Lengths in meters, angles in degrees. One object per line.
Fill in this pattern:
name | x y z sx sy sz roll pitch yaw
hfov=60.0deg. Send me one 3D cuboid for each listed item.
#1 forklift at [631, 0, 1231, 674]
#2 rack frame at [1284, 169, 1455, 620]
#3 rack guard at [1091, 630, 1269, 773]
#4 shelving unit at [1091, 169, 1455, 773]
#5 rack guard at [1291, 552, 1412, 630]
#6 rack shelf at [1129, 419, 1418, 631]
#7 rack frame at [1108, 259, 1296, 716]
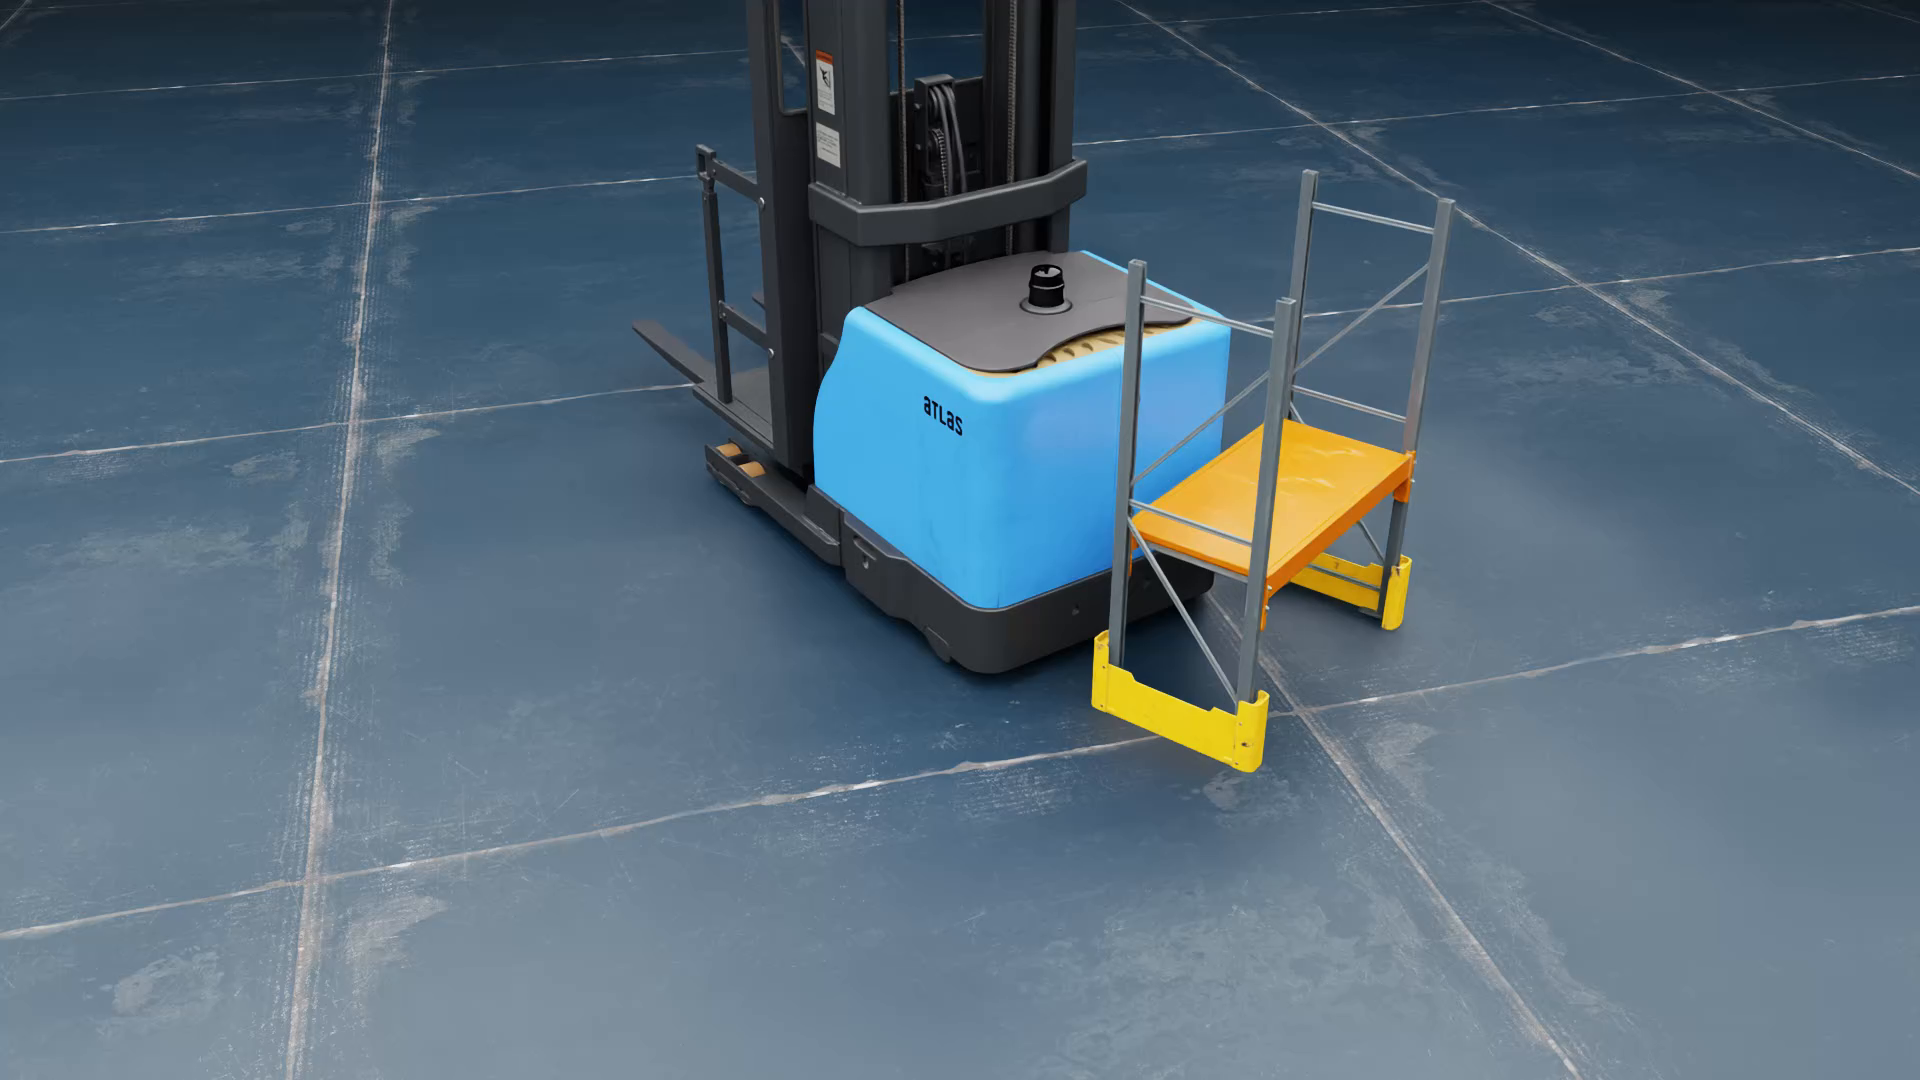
forklift | -0.354 -1.528 5.964 1.130 2.935 3.031 -19 35 -29
rack frame | 1.292 -0.448 5.527 0.500 1.500 0.032 21 36 32
rack guard | 0.671 0.495 5.145 0.587 0.250 0.087 21 36 32
shelving unit | 0.976 -0.243 5.173 0.587 1.500 1.083 21 36 32
rack guard | 1.280 0.100 5.827 0.587 0.250 0.087 21 36 32
rack shelf | 0.981 -0.091 5.269 0.538 0.185 1.000 21 36 32
rack frame | 0.670 -0.045 4.831 0.500 1.500 0.032 21 36 32
